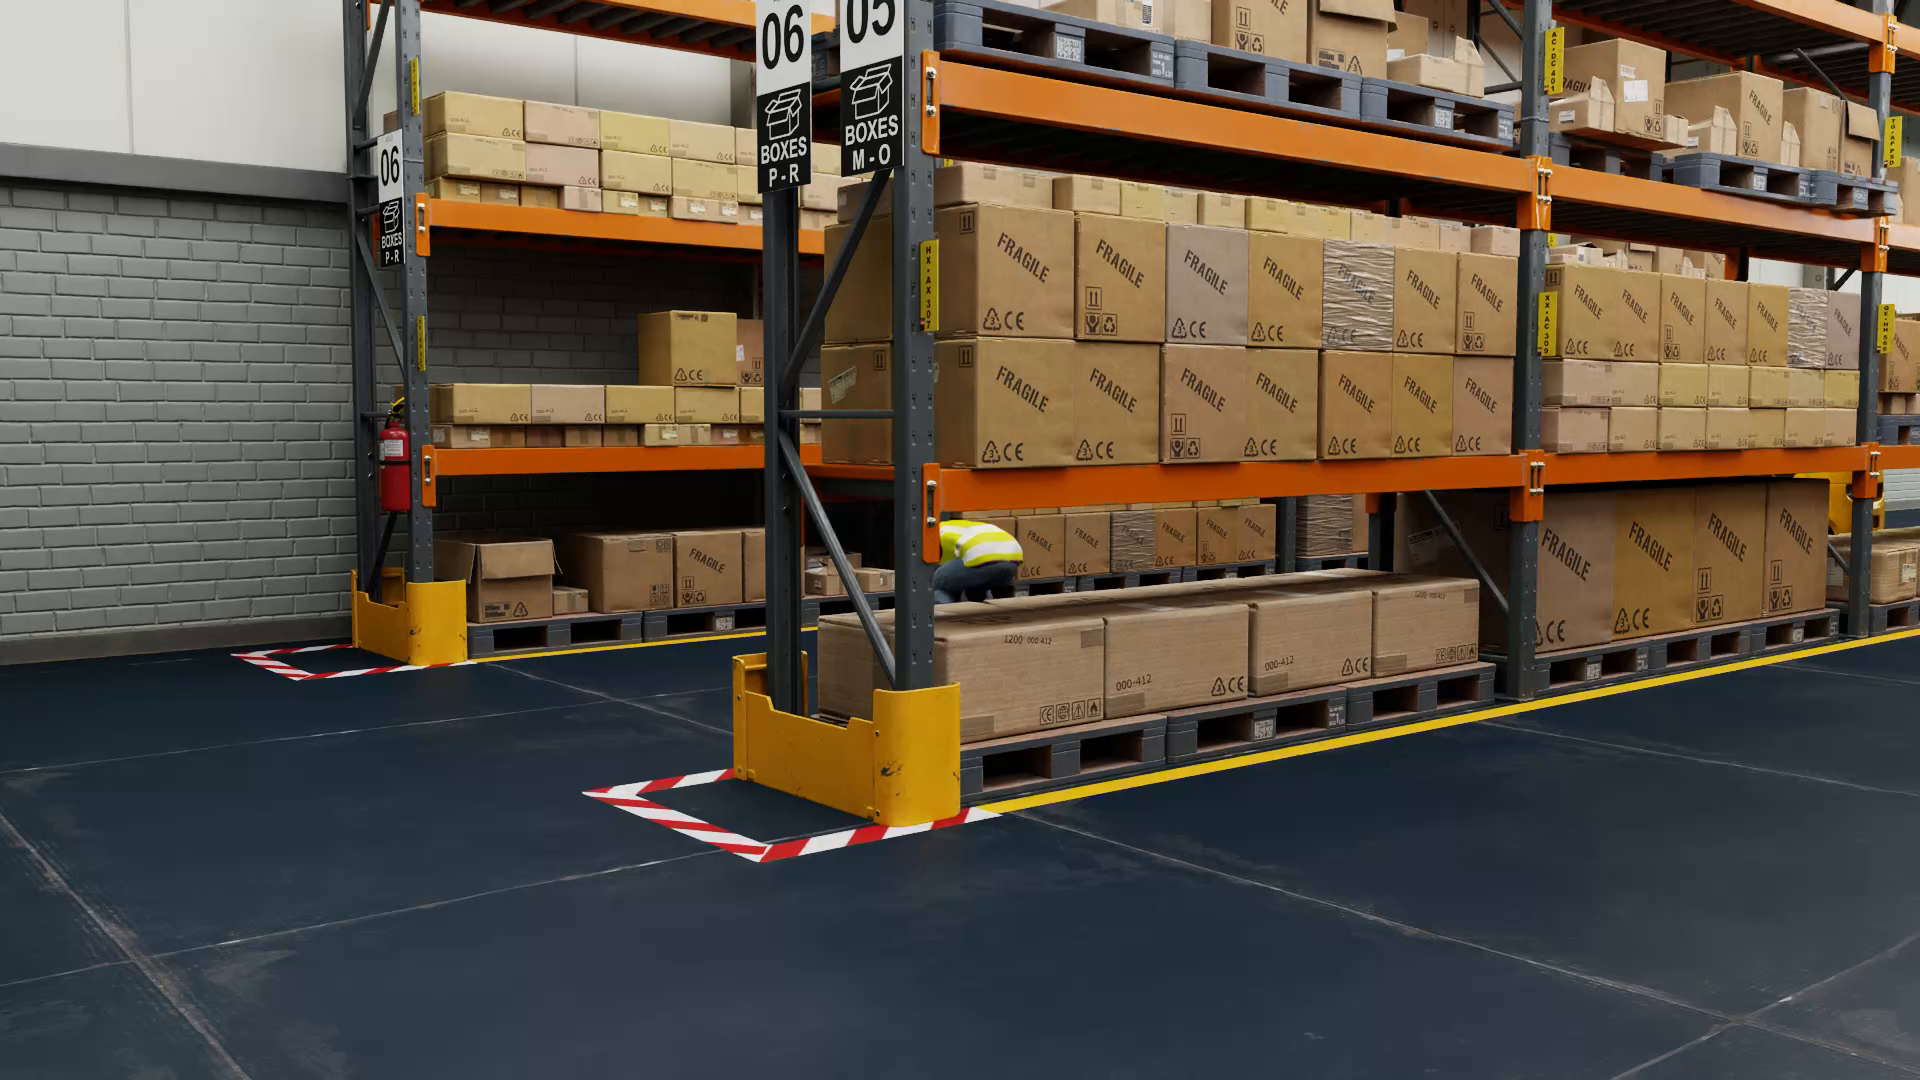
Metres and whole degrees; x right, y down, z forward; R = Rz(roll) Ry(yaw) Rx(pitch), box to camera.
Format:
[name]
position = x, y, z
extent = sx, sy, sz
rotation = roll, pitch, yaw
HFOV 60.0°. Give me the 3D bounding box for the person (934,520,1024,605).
[person]
position = -0.030, 0.293, 10.979
extent = 0.520, 0.828, 0.979
rotation = -4, 6, -40
